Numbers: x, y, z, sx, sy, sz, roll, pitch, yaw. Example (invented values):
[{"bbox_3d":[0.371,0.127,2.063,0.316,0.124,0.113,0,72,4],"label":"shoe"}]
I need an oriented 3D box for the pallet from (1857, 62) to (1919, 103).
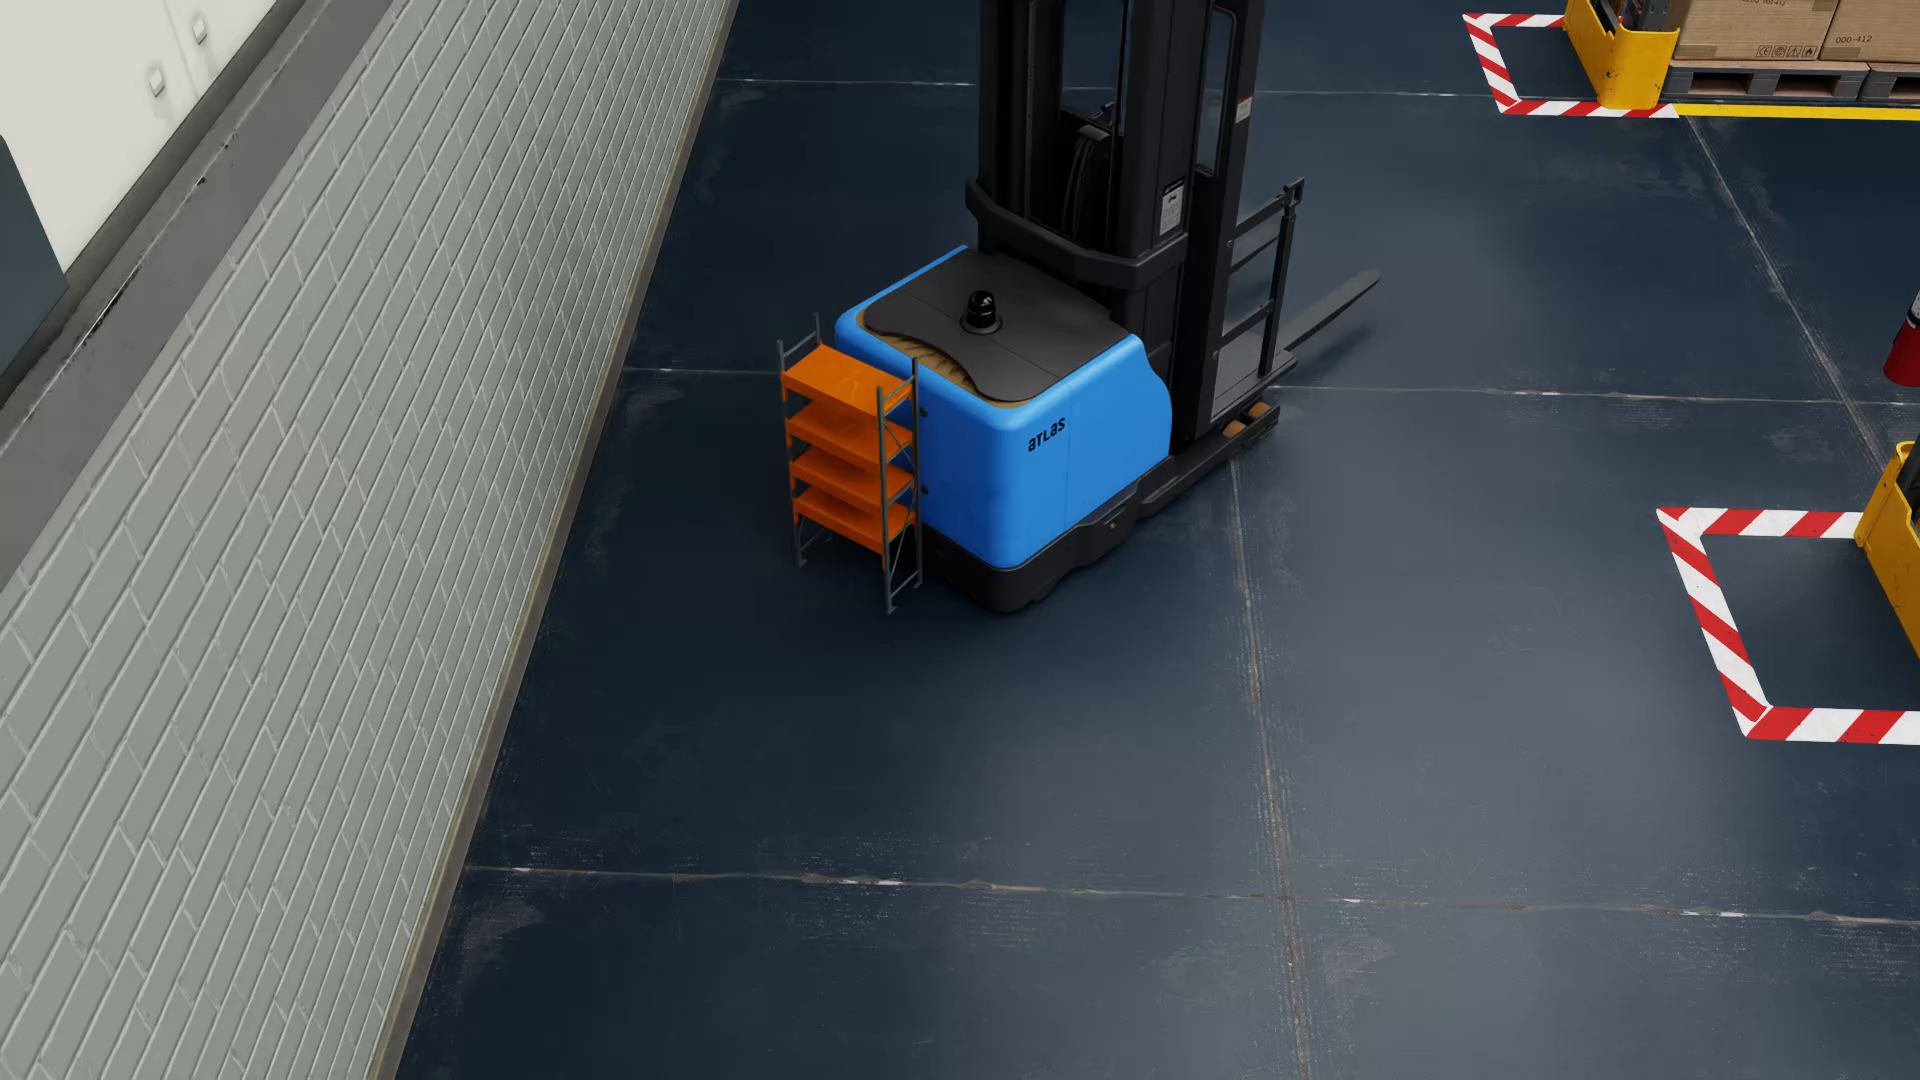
[{"bbox_3d":[6.161,-3.093,10.500,1.213,0.211,1.003,2,43,2],"label":"pallet"}]

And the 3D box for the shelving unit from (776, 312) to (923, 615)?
[{"bbox_3d":[-0.434,-0.290,6.766,0.503,1.200,0.258,26,49,25],"label":"shelving unit"}]

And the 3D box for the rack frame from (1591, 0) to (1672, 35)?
[{"bbox_3d":[4.143,-4.124,9.561,0.127,3.000,1.000,2,43,2],"label":"rack frame"}]

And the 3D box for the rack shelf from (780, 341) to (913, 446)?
[{"bbox_3d":[-0.434,-0.577,6.498,0.480,0.148,0.258,26,49,25],"label":"rack shelf"}]

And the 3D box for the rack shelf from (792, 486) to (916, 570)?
[{"bbox_3d":[-0.434,-0.095,6.947,0.480,0.148,0.258,26,49,25],"label":"rack shelf"}]

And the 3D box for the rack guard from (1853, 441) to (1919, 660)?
[{"bbox_3d":[4.097,0.167,6.789,0.348,0.500,1.175,2,43,2],"label":"rack guard"}]

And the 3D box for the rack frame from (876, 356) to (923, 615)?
[{"bbox_3d":[-0.236,-0.192,6.662,0.015,1.200,0.240,26,49,25],"label":"rack frame"}]

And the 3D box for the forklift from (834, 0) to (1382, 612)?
[{"bbox_3d":[0.858,-1.680,6.989,1.130,2.935,3.031,33,52,30],"label":"forklift"}]

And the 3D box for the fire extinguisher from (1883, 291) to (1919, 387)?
[{"bbox_3d":[3.790,-0.907,6.439,0.183,0.674,0.296,2,43,2],"label":"fire extinguisher"}]

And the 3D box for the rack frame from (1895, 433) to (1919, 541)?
[{"bbox_3d":[4.021,-0.750,5.940,0.127,3.000,1.000,2,43,2],"label":"rack frame"}]

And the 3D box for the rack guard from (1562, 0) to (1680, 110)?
[{"bbox_3d":[4.119,-3.210,10.414,0.348,0.500,1.175,2,43,2],"label":"rack guard"}]

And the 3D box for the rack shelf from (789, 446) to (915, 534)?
[{"bbox_3d":[-0.434,-0.240,6.812,0.480,0.148,0.258,26,49,25],"label":"rack shelf"}]

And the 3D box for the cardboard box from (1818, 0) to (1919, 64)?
[{"bbox_3d":[5.721,-3.365,10.319,0.875,0.438,0.875,3,43,3],"label":"cardboard box"}]

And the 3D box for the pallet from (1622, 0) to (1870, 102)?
[{"bbox_3d":[4.945,-3.132,10.543,1.213,0.211,1.003,2,43,2],"label":"pallet"}]

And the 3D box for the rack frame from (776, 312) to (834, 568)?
[{"bbox_3d":[-0.632,-0.387,6.870,0.015,1.200,0.240,26,49,25],"label":"rack frame"}]

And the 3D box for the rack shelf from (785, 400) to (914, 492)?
[{"bbox_3d":[-0.434,-0.404,6.659,0.480,0.148,0.258,26,49,25],"label":"rack shelf"}]

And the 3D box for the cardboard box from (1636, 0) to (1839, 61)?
[{"bbox_3d":[4.807,-3.388,10.343,0.875,0.438,0.875,0,43,0],"label":"cardboard box"}]
